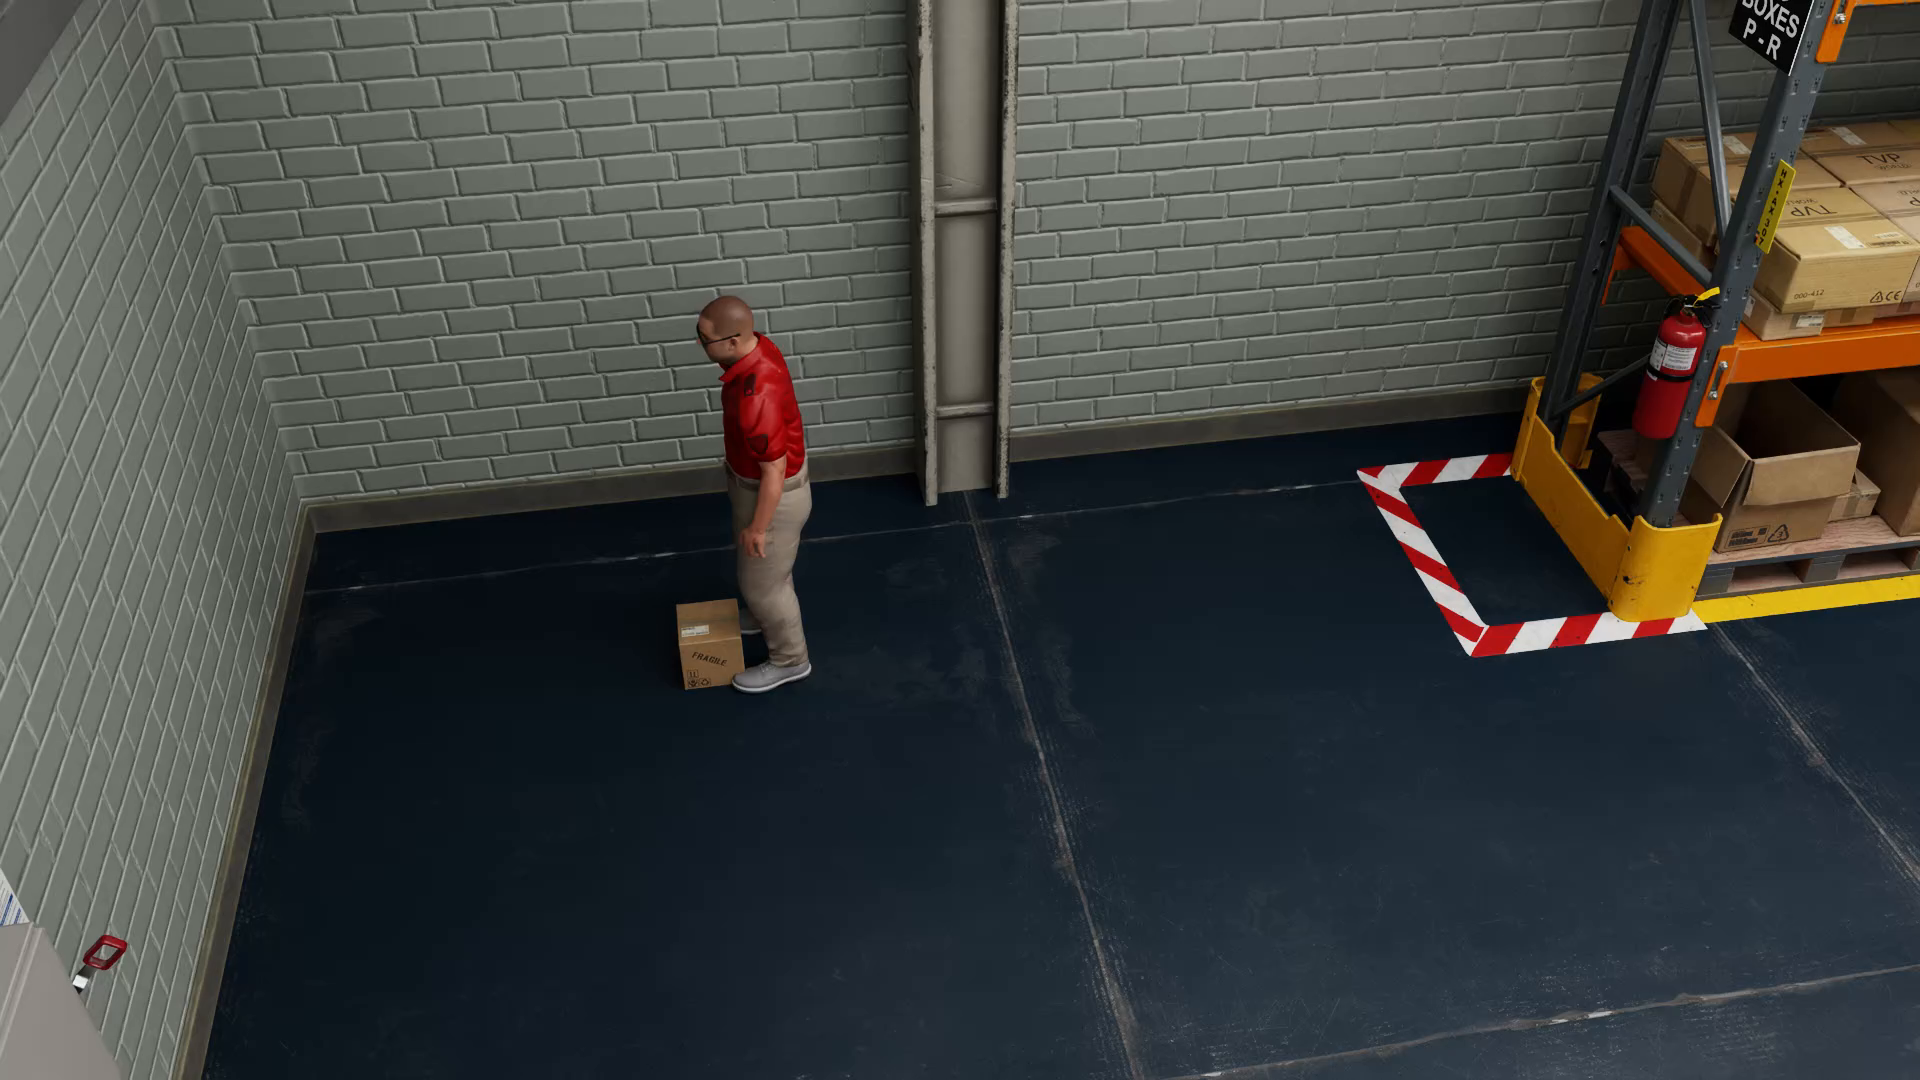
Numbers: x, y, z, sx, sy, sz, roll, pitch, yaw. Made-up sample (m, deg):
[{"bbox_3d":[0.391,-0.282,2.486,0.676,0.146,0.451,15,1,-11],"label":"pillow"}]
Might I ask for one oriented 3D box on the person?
[{"bbox_3d":[-0.775,-0.189,6.402,0.394,1.727,0.587,-6,39,-8],"label":"person"}]
